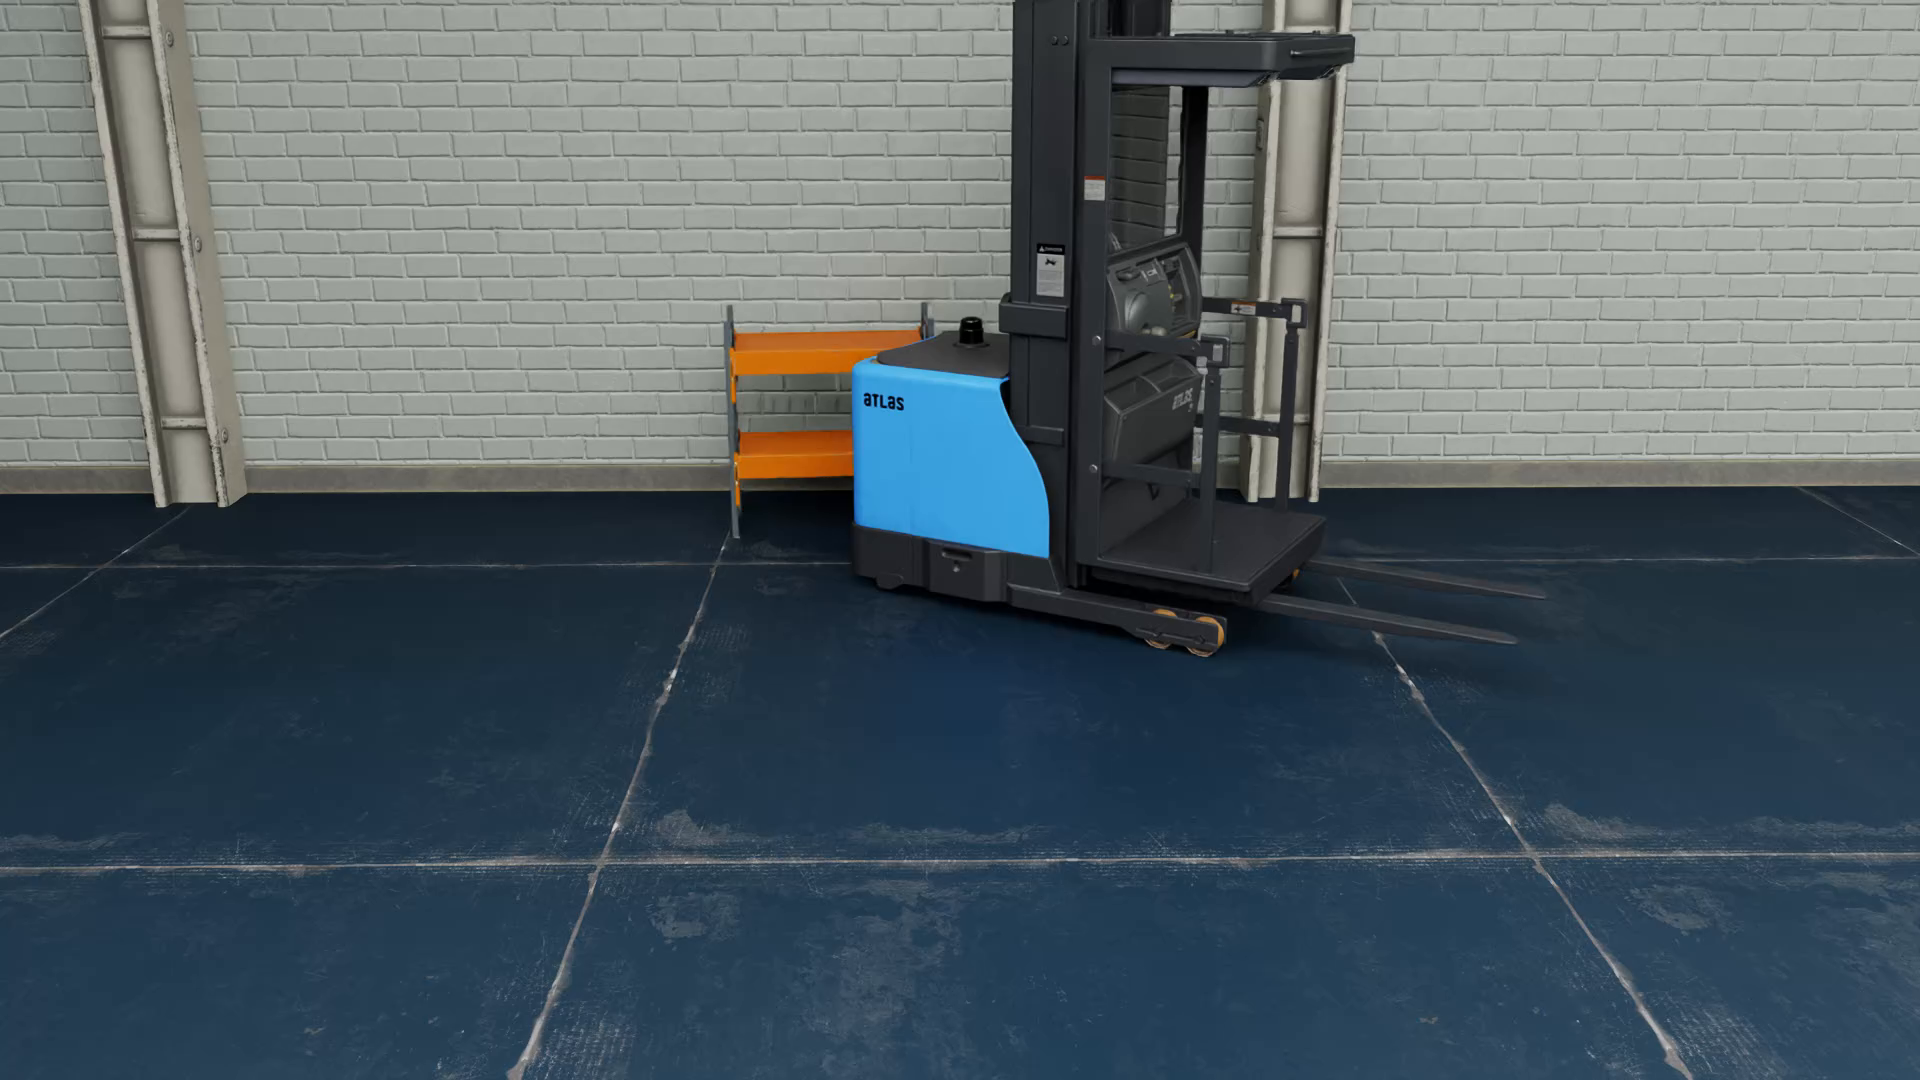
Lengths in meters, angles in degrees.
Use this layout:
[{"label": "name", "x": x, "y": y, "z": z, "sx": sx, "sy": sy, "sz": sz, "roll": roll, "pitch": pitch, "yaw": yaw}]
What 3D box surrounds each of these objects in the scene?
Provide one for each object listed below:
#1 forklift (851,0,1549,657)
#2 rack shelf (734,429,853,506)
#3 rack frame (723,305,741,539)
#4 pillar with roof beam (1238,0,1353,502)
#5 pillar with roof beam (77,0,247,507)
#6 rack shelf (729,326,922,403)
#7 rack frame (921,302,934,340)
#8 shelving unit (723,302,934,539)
[{"label": "forklift", "x": 1.029, "y": -1.089, "z": 7.143, "sx": 3.031, "sy": 2.935, "sz": 1.130, "roll": 10, "pitch": 20, "yaw": 28}, {"label": "rack shelf", "x": -0.674, "y": -0.401, "z": 8.757, "sx": 1.000, "sy": 0.278, "sz": 0.538, "roll": -2, "pitch": 18, "yaw": -5}, {"label": "rack frame", "x": -1.180, "y": -0.619, "z": 8.635, "sx": 0.032, "sy": 1.125, "sz": 0.500, "roll": -2, "pitch": 18, "yaw": -5}, {"label": "pillar with roof beam", "x": 1.853, "y": -3.227, "z": 3.876, "sx": 0.400, "sy": 9.000, "sz": 9.100, "roll": 0, "pitch": 18, "yaw": -1}, {"label": "pillar with roof beam", "x": -4.146, "y": -3.198, "z": 3.786, "sx": 0.400, "sy": 9.000, "sz": 9.100, "roll": 0, "pitch": 18, "yaw": -1}, {"label": "rack shelf", "x": -0.674, "y": -0.913, "z": 8.593, "sx": 1.000, "sy": 0.278, "sz": 0.538, "roll": -2, "pitch": 18, "yaw": -5}, {"label": "rack frame", "x": -0.168, "y": -0.649, "z": 8.730, "sx": 0.032, "sy": 1.125, "sz": 0.500, "roll": -2, "pitch": 18, "yaw": -5}, {"label": "shelving unit", "x": -0.674, "y": -0.634, "z": 8.683, "sx": 1.048, "sy": 1.125, "sz": 0.538, "roll": -2, "pitch": 18, "yaw": -5}]
